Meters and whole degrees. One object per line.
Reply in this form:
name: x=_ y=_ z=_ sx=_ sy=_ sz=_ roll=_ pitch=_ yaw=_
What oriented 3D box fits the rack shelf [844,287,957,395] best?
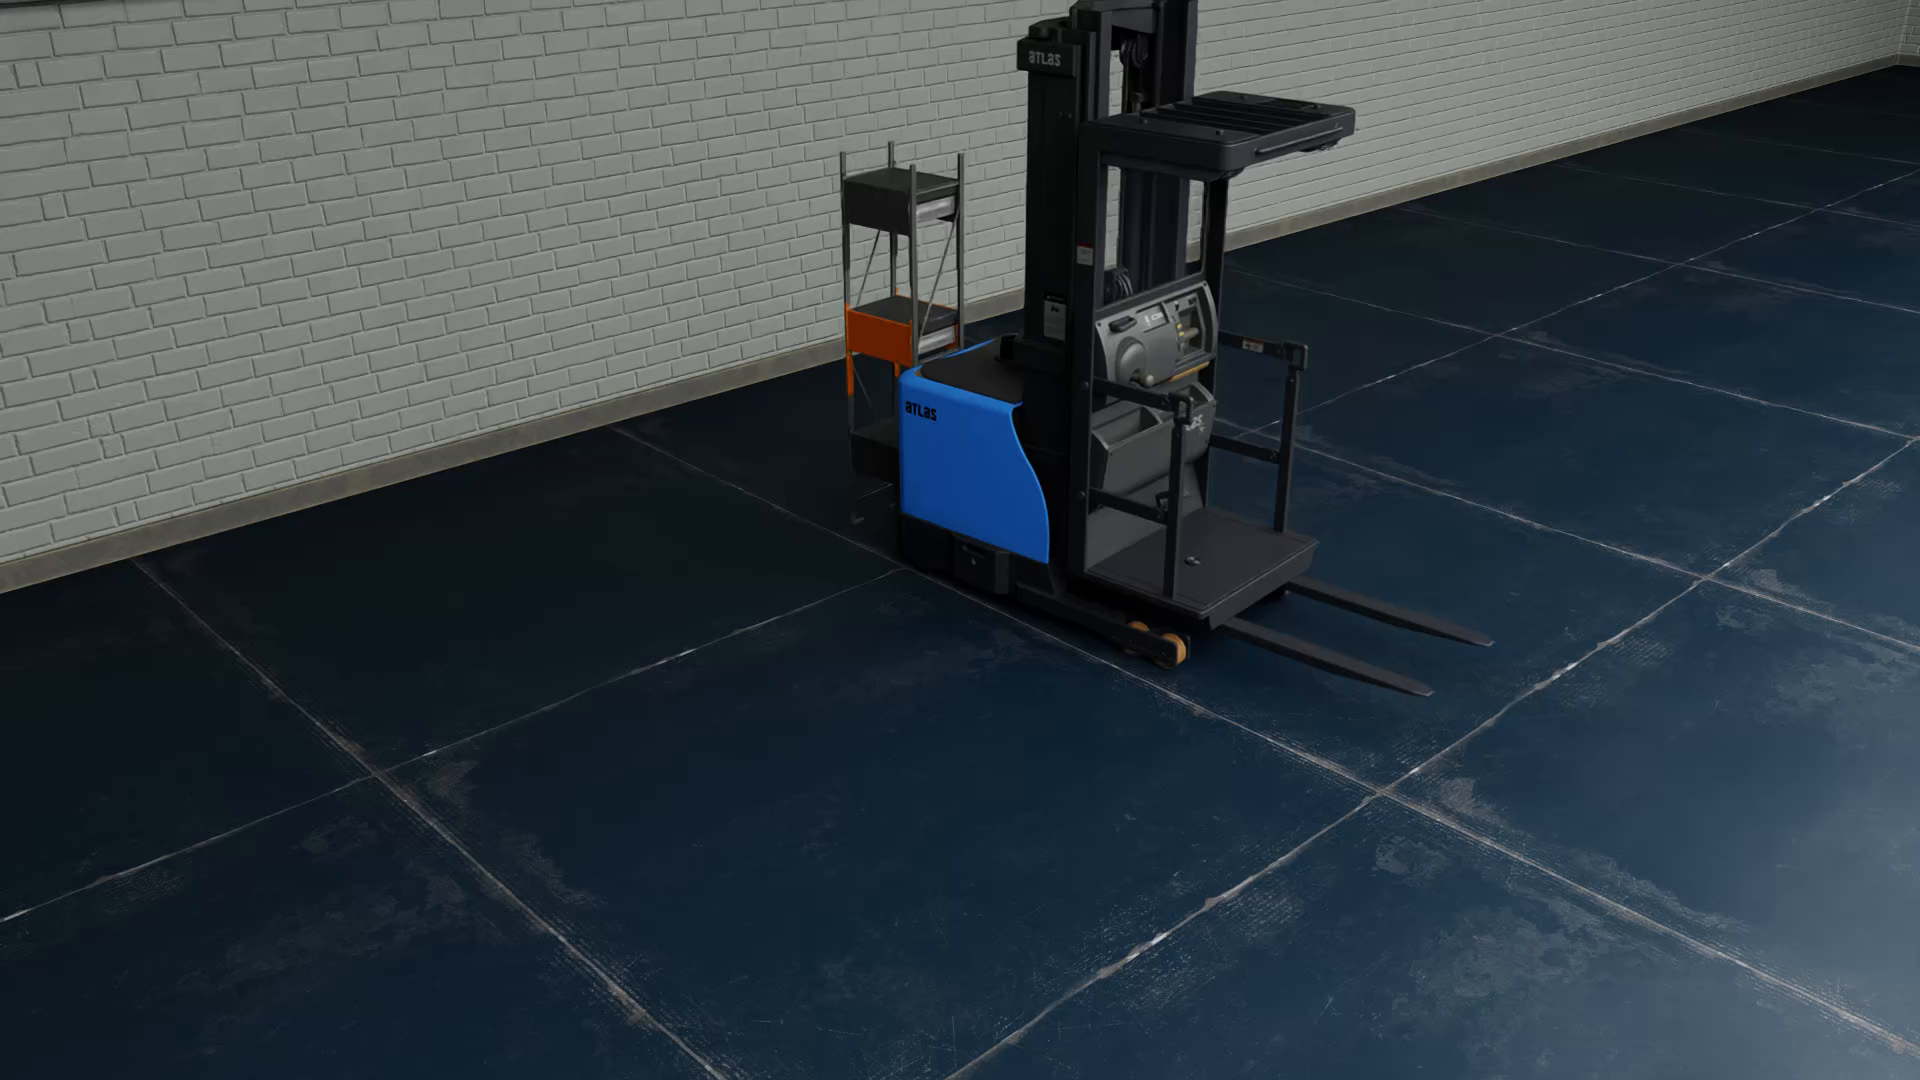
rack shelf: x=-0.301 y=-1.031 z=9.013 sx=0.480 sy=0.518 sz=0.431 roll=20 pitch=31 yaw=37

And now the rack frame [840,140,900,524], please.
rack frame: x=-0.486 y=-1.110 z=9.153 sx=0.015 sy=2.100 sz=0.400 roll=20 pitch=31 yaw=37

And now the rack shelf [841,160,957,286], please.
rack shelf: x=-0.301 y=-1.668 z=8.723 sx=0.480 sy=0.518 sz=0.431 roll=20 pitch=31 yaw=37

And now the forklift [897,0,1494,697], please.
forklift: x=1.107 y=-0.968 z=7.840 sx=3.031 sy=2.935 sz=1.130 roll=20 pitch=31 yaw=37

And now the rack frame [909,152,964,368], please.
rack frame: x=-0.117 y=-0.977 z=8.862 sx=0.015 sy=2.100 sz=0.400 roll=20 pitch=31 yaw=37

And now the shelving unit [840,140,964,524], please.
shelving unit: x=-0.301 y=-1.043 z=9.007 sx=0.503 sy=2.100 sz=0.431 roll=20 pitch=31 yaw=37

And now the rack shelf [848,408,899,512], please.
rack shelf: x=-0.301 y=-0.394 z=9.304 sx=0.480 sy=0.518 sz=0.431 roll=20 pitch=31 yaw=37
